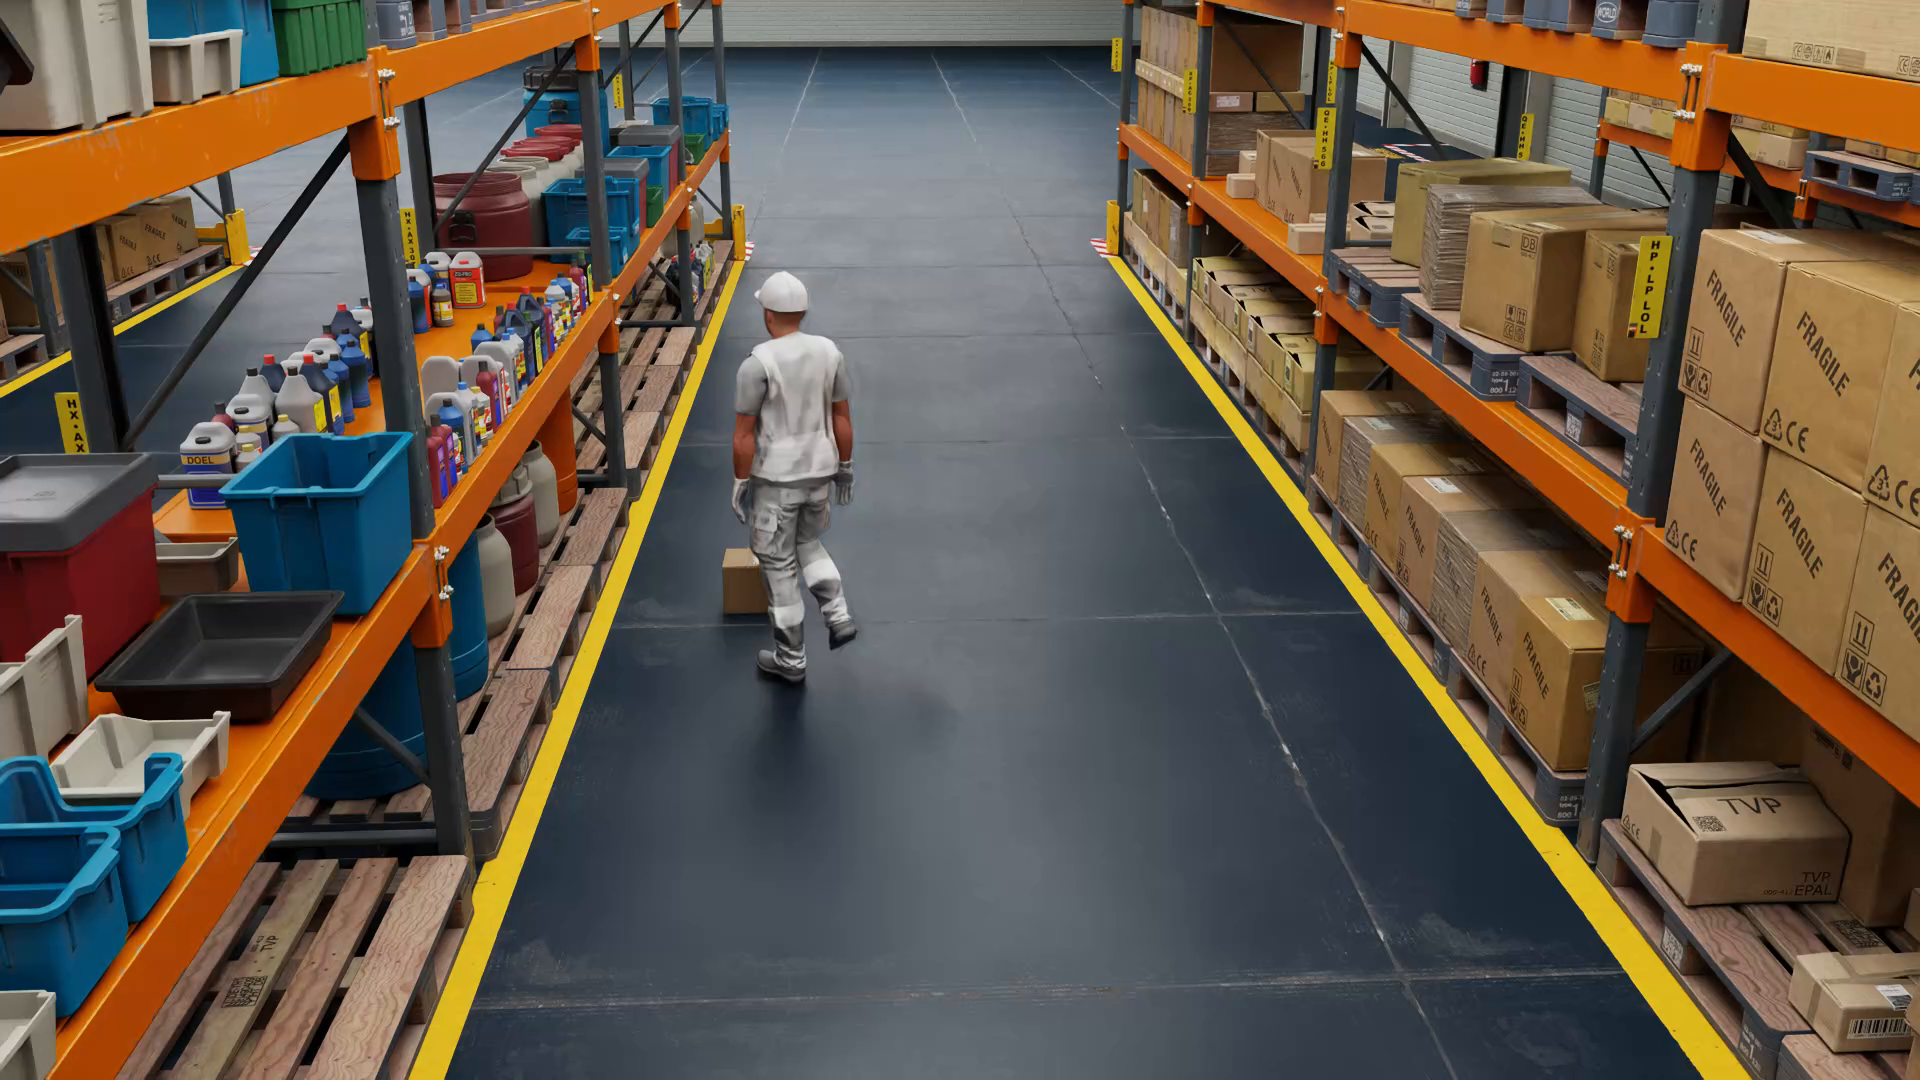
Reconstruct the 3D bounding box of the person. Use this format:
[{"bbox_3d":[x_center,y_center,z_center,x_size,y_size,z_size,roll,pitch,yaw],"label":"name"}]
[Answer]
[{"bbox_3d":[-0.710,-0.265,7.222,0.580,1.779,0.479,-17,26,-39],"label":"person"}]
